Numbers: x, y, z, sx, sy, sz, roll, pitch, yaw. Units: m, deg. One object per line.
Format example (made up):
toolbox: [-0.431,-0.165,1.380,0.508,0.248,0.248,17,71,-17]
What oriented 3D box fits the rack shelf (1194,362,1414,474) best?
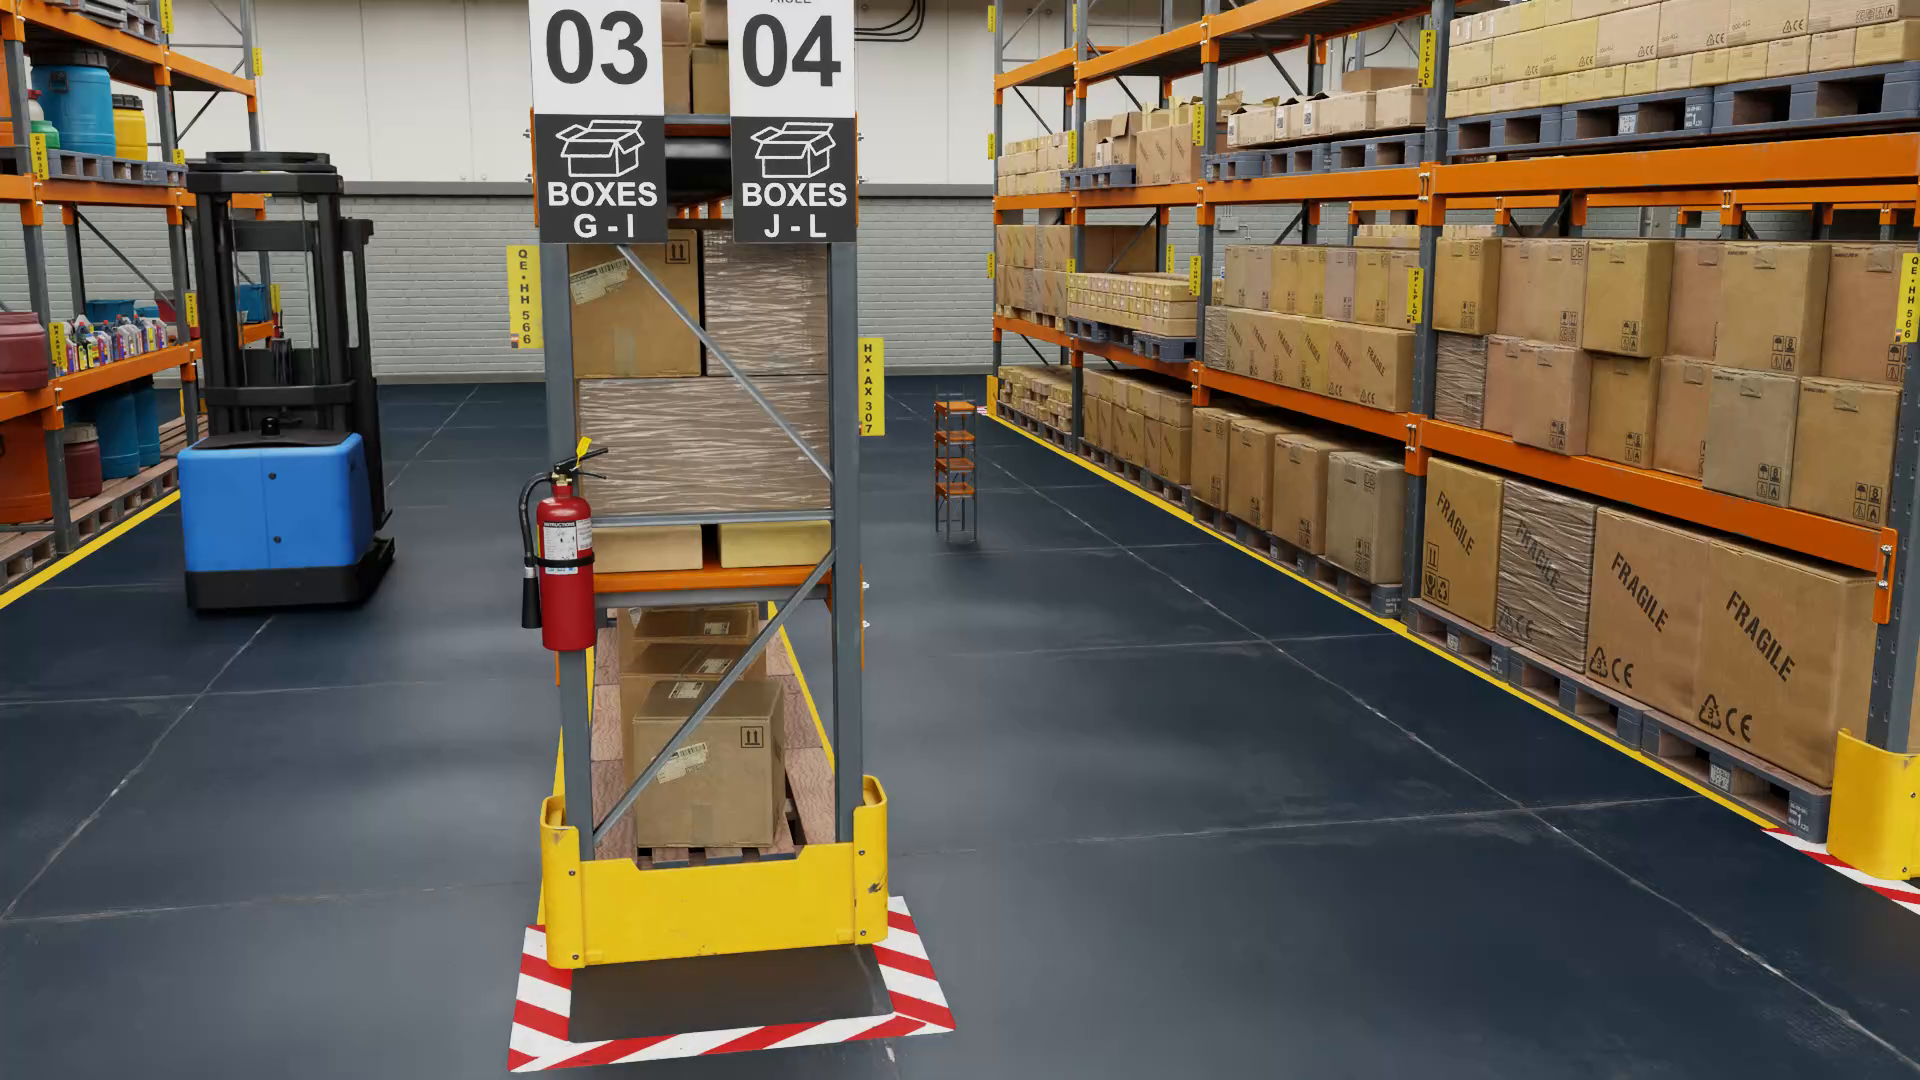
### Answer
rack shelf: [2.883,-0.974,12.215,1.077,0.370,4.000,-2,11,-11]

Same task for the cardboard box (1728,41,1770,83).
cardboard box: [3.505,-2.021,7.050,0.380,0.149,0.250,-2,11,-10]

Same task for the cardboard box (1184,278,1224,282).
cardboard box: [2.337,-2.402,15.752,0.380,0.149,0.250,-2,11,-9]

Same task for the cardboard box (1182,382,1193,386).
cardboard box: [2.415,-1.360,15.878,0.500,0.250,0.500,-2,11,-11]

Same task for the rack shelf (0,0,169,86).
rack shelf: [-7.639,-4.116,13.749,1.077,0.370,4.000,-2,11,-11]

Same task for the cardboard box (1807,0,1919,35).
cardboard box: [3.680,-2.108,6.441,0.500,0.250,0.500,-2,11,-10]

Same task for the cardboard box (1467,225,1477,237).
cardboard box: [6.196,-3.629,19.562,0.380,0.149,0.250,-2,11,-11]

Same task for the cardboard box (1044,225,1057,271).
cardboard box: [1.253,-3.285,18.697,0.500,0.500,0.500,-2,11,-13]

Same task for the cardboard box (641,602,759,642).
cardboard box: [-1.258,0.514,8.038,0.500,0.500,0.500,-3,11,-16]

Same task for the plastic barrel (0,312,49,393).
plastic barrel: [-6.862,-1.345,11.876,0.600,0.536,0.708,-2,11,-11]

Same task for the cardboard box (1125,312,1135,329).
cardboard box: [1.751,-2.039,15.434,0.380,0.149,0.250,-3,11,-14]

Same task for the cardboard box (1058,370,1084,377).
cardboard box: [1.445,-2.031,20.754,0.380,0.149,0.250,-3,11,-13]

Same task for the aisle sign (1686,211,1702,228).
aisle sign: [10.340,-4.820,23.545,0.394,0.787,0.004,-2,11,-11]

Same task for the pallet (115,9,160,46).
pallet: [-7.837,-4.593,14.835,1.003,0.211,1.213,-2,11,-11]

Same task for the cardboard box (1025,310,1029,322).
cardboard box: [1.003,-2.731,20.193,0.380,0.149,0.250,-2,11,-12]

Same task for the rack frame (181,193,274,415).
rack frame: [-8.806,-2.819,19.987,1.000,3.000,0.127,-2,11,-11]

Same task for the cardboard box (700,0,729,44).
cardboard box: [-0.662,-1.720,5.522,0.380,0.149,0.250,-2,11,-11]

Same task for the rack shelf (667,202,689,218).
rack shelf: [-3.558,-3.753,18.793,1.077,0.370,4.000,-2,11,-11]

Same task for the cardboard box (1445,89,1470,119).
cardboard box: [3.009,-2.487,9.499,0.380,0.149,0.250,-2,11,-12]

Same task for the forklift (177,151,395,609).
forklift: [-4.718,-1.225,11.794,1.130,2.935,3.031,-2,11,-13]

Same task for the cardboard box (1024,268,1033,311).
cardboard box: [1.071,-2.983,19.786,0.500,0.500,0.500,-2,11,-12]

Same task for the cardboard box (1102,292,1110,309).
cardboard box: [1.601,-2.327,16.155,0.380,0.149,0.250,-2,11,-12]

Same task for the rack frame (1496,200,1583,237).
rack frame: [6.551,-2.626,18.973,1.000,3.000,0.127,-2,11,-11]

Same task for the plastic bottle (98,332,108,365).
plastic bottle: [-7.237,-1.614,13.999,0.097,0.271,0.097,0,11,0]

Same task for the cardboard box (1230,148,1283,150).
cardboard box: [2.402,-3.233,13.417,0.380,0.149,0.250,-3,11,-13]

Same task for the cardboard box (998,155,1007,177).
cardboard box: [0.770,-4.715,20.988,0.500,0.250,0.500,-2,11,-10]

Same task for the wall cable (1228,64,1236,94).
wall cable: [4.391,-7.340,27.693,0.463,3.000,0.029,-2,11,-11]

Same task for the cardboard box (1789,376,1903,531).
cardboard box: [3.933,-0.367,6.701,0.875,0.550,0.550,-2,11,-11]

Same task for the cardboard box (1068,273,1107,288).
cardboard box: [1.341,-2.714,17.390,0.380,0.149,0.250,-2,11,-8]

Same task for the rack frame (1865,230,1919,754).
rack frame: [4.050,-0.227,6.366,1.000,3.000,0.127,-2,11,-11]

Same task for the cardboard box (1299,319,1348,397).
cardboard box: [2.711,-1.281,11.637,0.500,0.500,0.500,-2,11,-10]

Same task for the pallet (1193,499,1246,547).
pallet: [2.573,-0.177,13.562,1.003,0.211,1.213,-2,11,-11]

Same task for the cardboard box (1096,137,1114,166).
cardboard box: [1.681,-3.895,16.730,0.500,0.311,0.500,-2,11,-12]

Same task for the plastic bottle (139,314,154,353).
plastic bottle: [-7.528,-1.905,15.314,0.144,0.351,0.185,-2,11,-11]

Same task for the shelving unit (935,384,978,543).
shelving unit: [-0.032,-0.620,13.244,0.258,1.200,0.503,-2,11,-11]

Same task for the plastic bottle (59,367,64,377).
plastic bottle: [-7.013,-1.402,12.886,0.097,0.271,0.097,0,11,0]

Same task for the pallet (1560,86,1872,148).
pallet: [3.654,-2.017,7.985,1.003,0.211,1.213,-2,11,-11]

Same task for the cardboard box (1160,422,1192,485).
cardboard box: [2.109,-0.784,14.854,0.500,0.500,0.500,-2,11,-11]

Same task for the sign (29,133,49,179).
sign: [-6.711,-2.796,12.120,0.100,0.325,0.005,-2,11,-11]

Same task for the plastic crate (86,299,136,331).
plastic crate: [-8.453,-2.181,16.513,0.392,0.384,0.575,-2,11,-11]

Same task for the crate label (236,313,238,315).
crate label: [-8.349,-2.473,18.709,0.396,0.136,0.243,-2,11,-11]

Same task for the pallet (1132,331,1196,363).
pallet: [2.250,-1.727,14.759,1.213,0.211,1.003,-2,11,-11]

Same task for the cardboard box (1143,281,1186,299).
cardboard box: [1.851,-2.237,14.883,0.380,0.149,0.250,-2,11,-9]

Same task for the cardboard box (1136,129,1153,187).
cardboard box: [1.930,-3.495,15.249,0.500,0.500,0.500,-2,11,-11]

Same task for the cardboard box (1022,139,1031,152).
cardboard box: [0.949,-4.695,19.818,0.380,0.149,0.250,-2,11,-9]

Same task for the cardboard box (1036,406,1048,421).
cardboard box: [1.104,-1.483,19.467,0.380,0.149,0.250,-2,11,-11]

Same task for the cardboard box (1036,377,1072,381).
cardboard box: [1.124,-1.868,19.897,0.380,0.149,0.250,-2,11,-11]

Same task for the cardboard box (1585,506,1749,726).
cardboard box: [3.680,0.327,8.014,0.875,0.875,0.875,-2,11,-12]

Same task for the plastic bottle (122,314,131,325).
plastic bottle: [-7.669,-1.900,15.287,0.144,0.351,0.185,-2,11,-11]

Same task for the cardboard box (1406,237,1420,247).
cardboard box: [5.900,-3.522,20.736,0.500,0.500,0.500,-2,11,-11]

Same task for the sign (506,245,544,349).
sign: [-1.384,-0.773,5.291,0.100,0.325,0.005,-2,11,-11]

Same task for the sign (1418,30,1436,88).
sign: [2.741,-2.821,9.749,0.100,0.325,0.005,-2,11,-11]
